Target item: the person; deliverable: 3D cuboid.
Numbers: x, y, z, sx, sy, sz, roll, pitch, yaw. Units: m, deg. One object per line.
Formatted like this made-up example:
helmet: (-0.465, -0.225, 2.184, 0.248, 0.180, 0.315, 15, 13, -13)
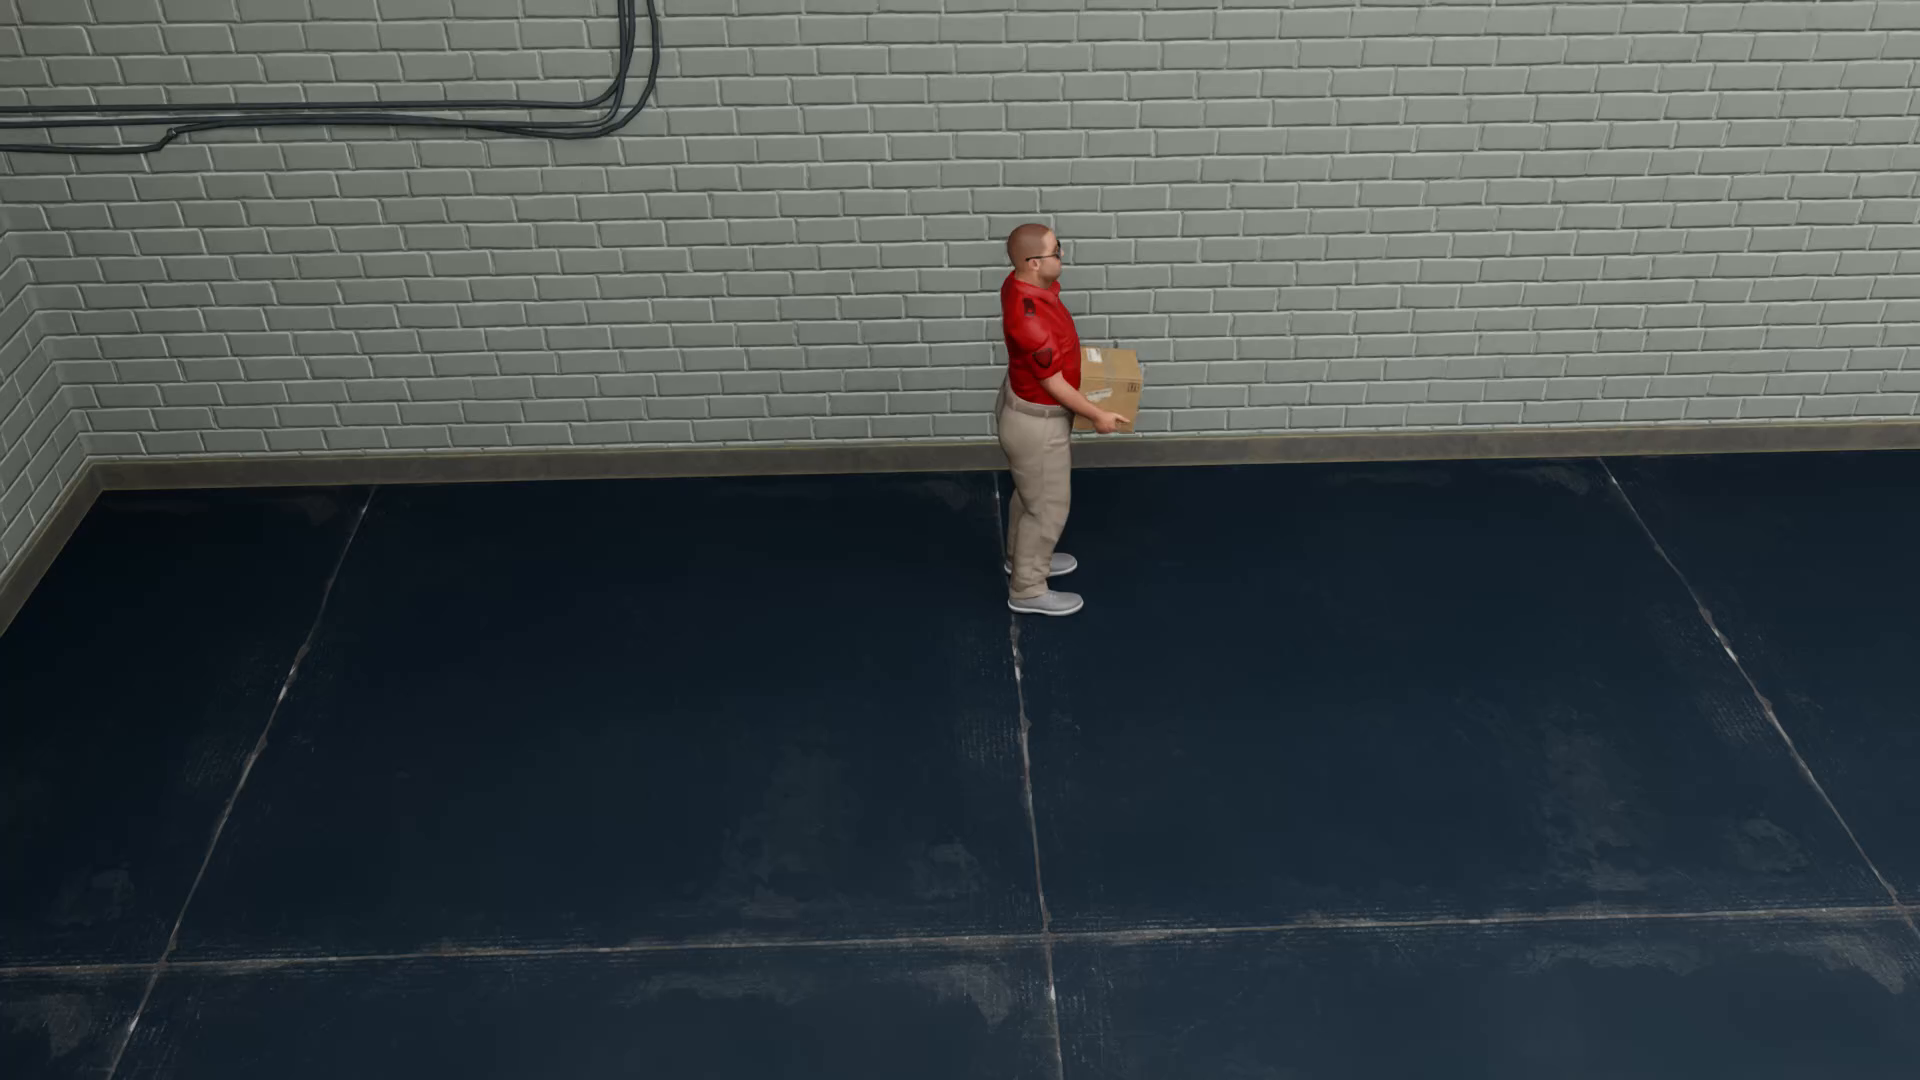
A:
person: (0.420, -0.502, 6.880, 0.520, 1.719, 0.509, -2, 35, -2)
